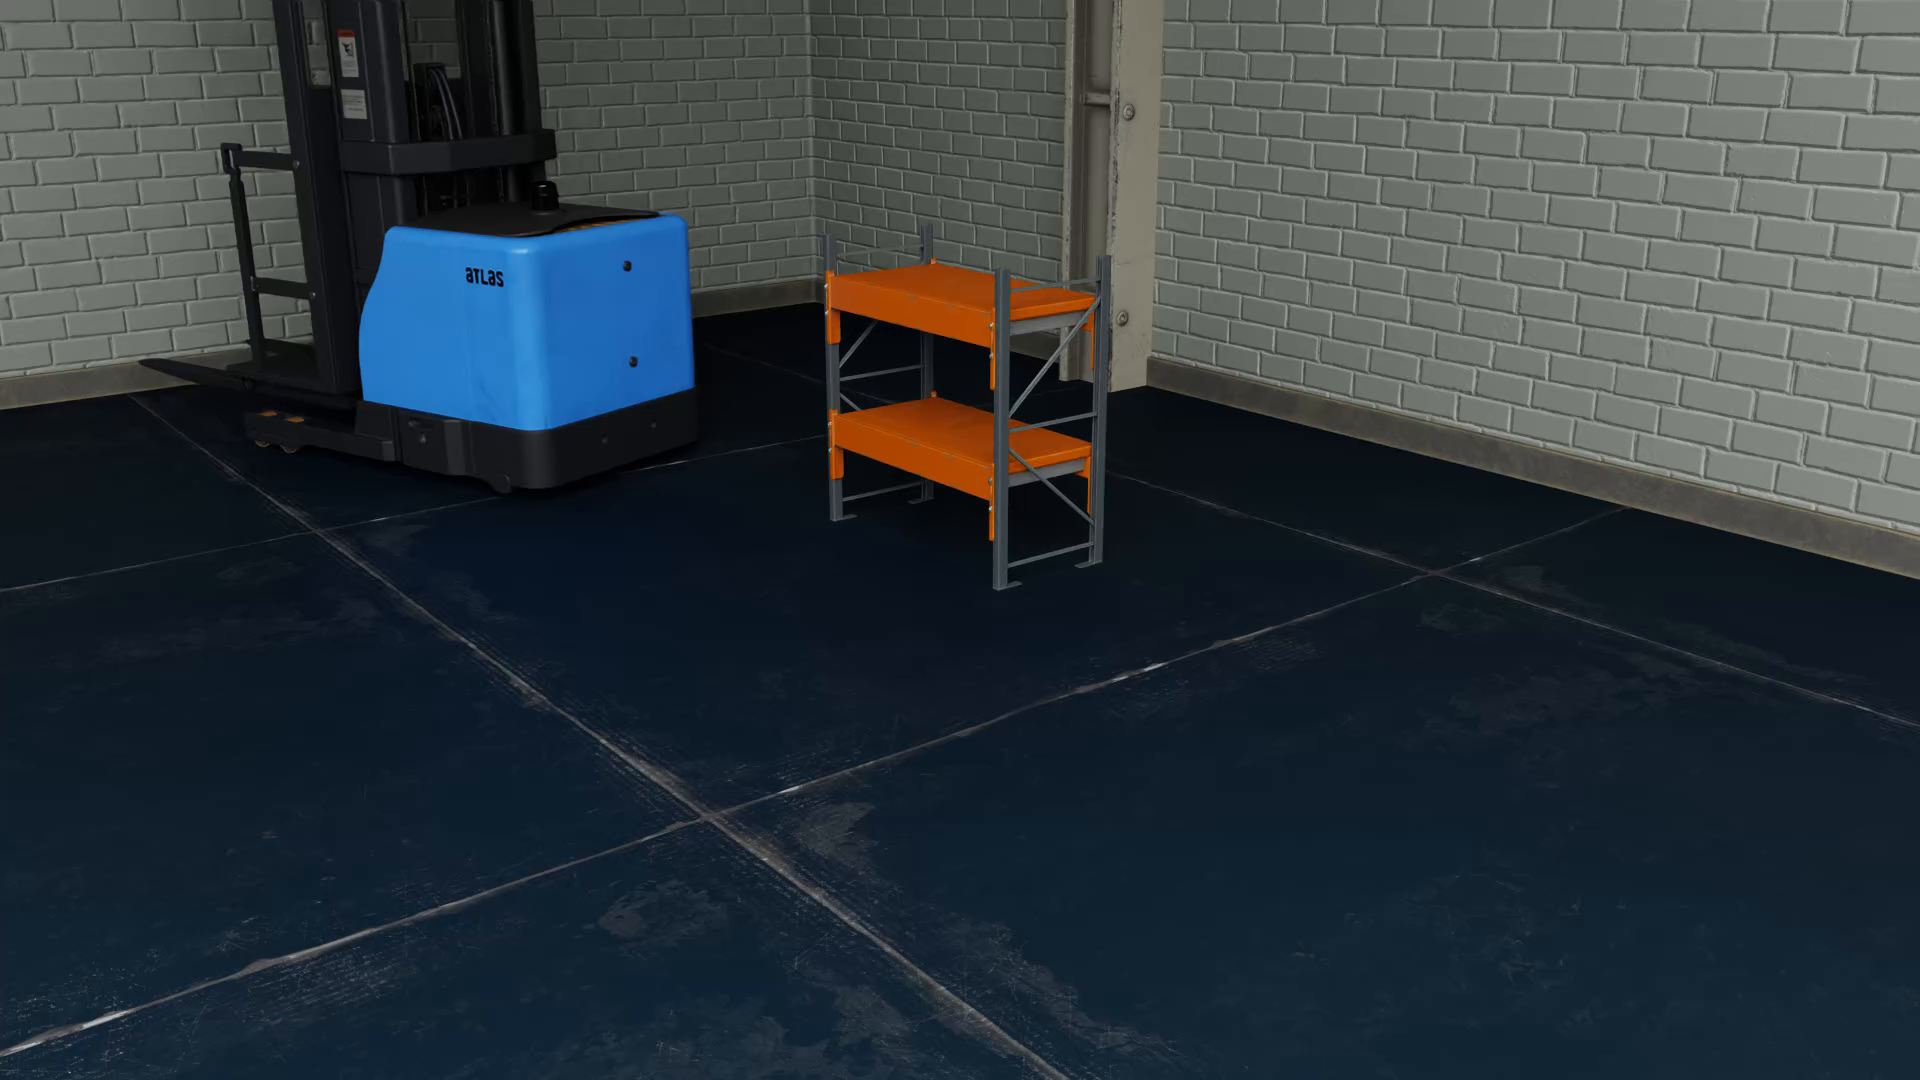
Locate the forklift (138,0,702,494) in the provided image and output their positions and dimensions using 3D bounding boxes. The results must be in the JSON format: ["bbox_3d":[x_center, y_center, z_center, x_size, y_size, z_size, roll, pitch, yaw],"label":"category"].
[{"bbox_3d":[-2.687,-1.912,7.473,3.031,2.935,1.130,11,21,31],"label":"forklift"}]

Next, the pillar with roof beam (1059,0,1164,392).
[{"bbox_3d":[-2.600,-4.281,4.977,9.100,9.000,0.400,-14,23,-36],"label":"pillar with roof beam"}]

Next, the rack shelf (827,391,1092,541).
[{"bbox_3d":[0.004,-0.300,6.258,0.538,0.278,1.000,-14,23,-36],"label":"rack shelf"}]

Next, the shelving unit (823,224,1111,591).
[{"bbox_3d":[0.004,-0.532,6.181,0.538,1.125,1.048,-14,23,-36],"label":"shelving unit"}]

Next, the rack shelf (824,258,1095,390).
[{"bbox_3d":[0.004,-0.810,6.089,0.538,0.278,1.000,-14,23,-36],"label":"rack shelf"}]

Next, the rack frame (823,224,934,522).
[{"bbox_3d":[-0.311,-0.658,6.559,0.500,1.125,0.032,-14,23,-36],"label":"rack frame"}]

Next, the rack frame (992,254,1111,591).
[{"bbox_3d":[0.320,-0.407,5.802,0.500,1.125,0.032,-14,23,-36],"label":"rack frame"}]
